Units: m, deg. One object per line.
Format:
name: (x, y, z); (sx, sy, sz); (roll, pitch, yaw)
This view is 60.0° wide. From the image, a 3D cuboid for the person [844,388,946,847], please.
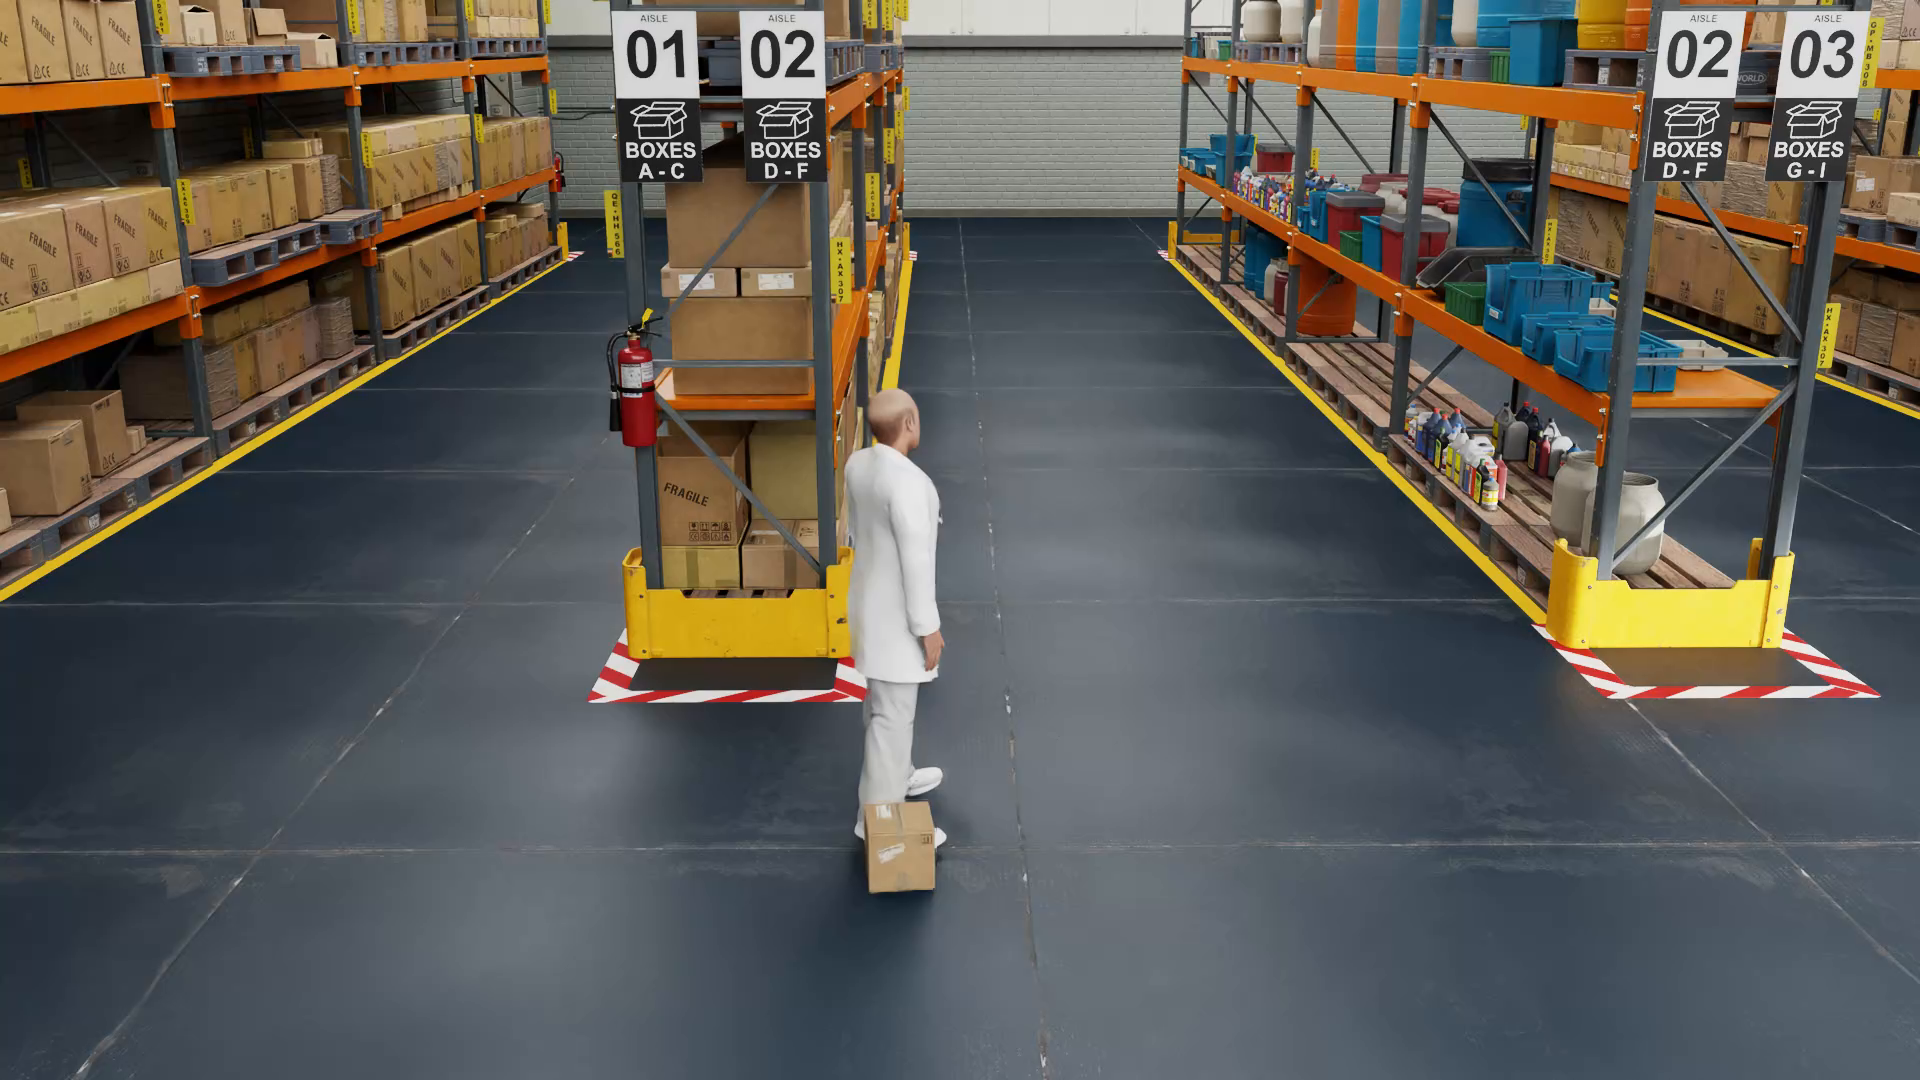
person: (-0.228, 0.279, 6.540); (0.504, 1.787, 0.649); (-7, 18, -23)
